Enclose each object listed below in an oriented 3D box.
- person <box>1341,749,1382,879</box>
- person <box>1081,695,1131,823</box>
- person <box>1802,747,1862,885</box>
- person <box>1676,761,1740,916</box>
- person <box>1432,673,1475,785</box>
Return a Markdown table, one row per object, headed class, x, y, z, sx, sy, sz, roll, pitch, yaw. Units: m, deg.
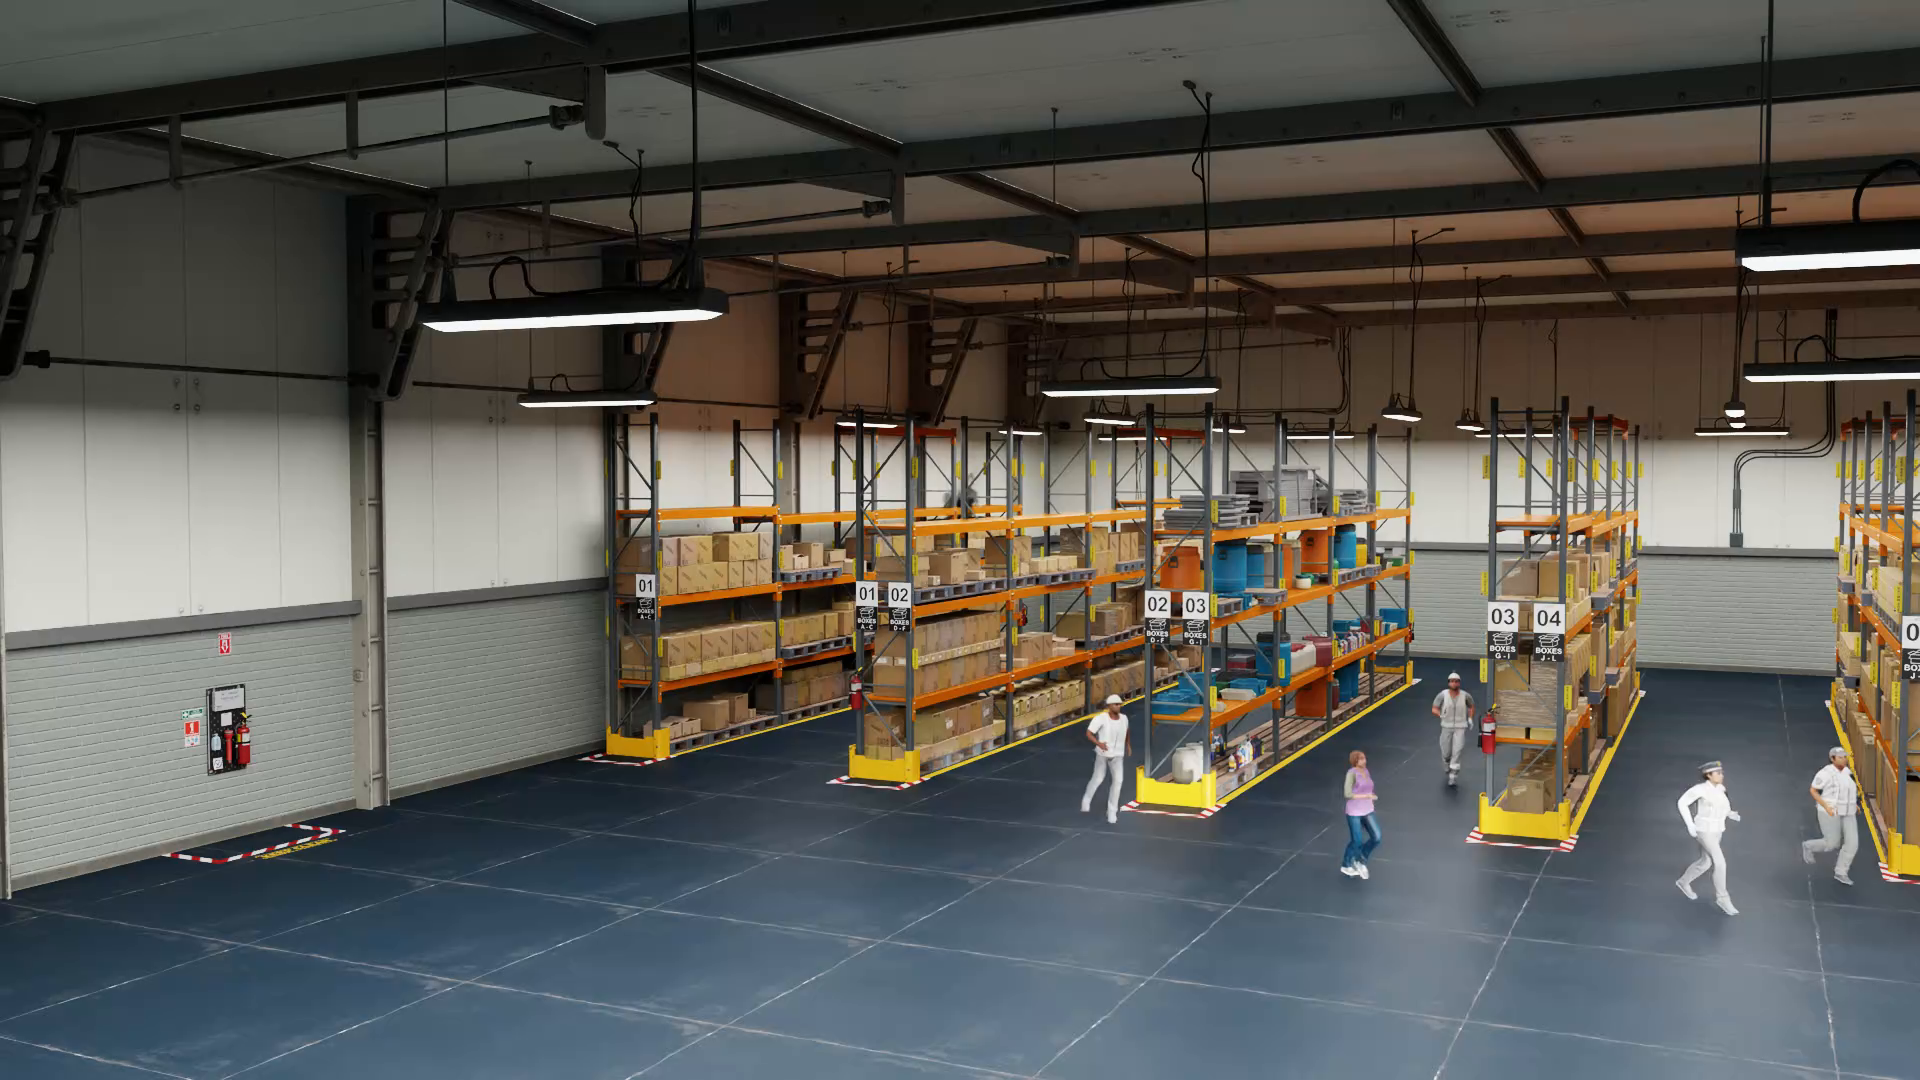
| class | x | y | z | sx | sy | sz | roll | pitch | yaw |
| --- | --- | --- | --- | --- | --- | --- | --- | --- | --- |
| person | 4.902 | 3.352 | 20.271 | 0.516 | 1.594 | 0.614 | -2 | 3 | -33 |
| person | 2.174 | 3.121 | 23.965 | 0.758 | 1.786 | 0.831 | -1 | 3 | -18 |
| person | 10.725 | 3.346 | 20.333 | 0.625 | 1.637 | 0.670 | -1 | 2 | -13 |
| person | 8.573 | 3.360 | 19.015 | 0.630 | 1.717 | 0.813 | -2 | 3 | -33 |
| person | 7.881 | 3.000 | 26.563 | 0.663 | 1.757 | 0.782 | 1 | 2 | 15 |
